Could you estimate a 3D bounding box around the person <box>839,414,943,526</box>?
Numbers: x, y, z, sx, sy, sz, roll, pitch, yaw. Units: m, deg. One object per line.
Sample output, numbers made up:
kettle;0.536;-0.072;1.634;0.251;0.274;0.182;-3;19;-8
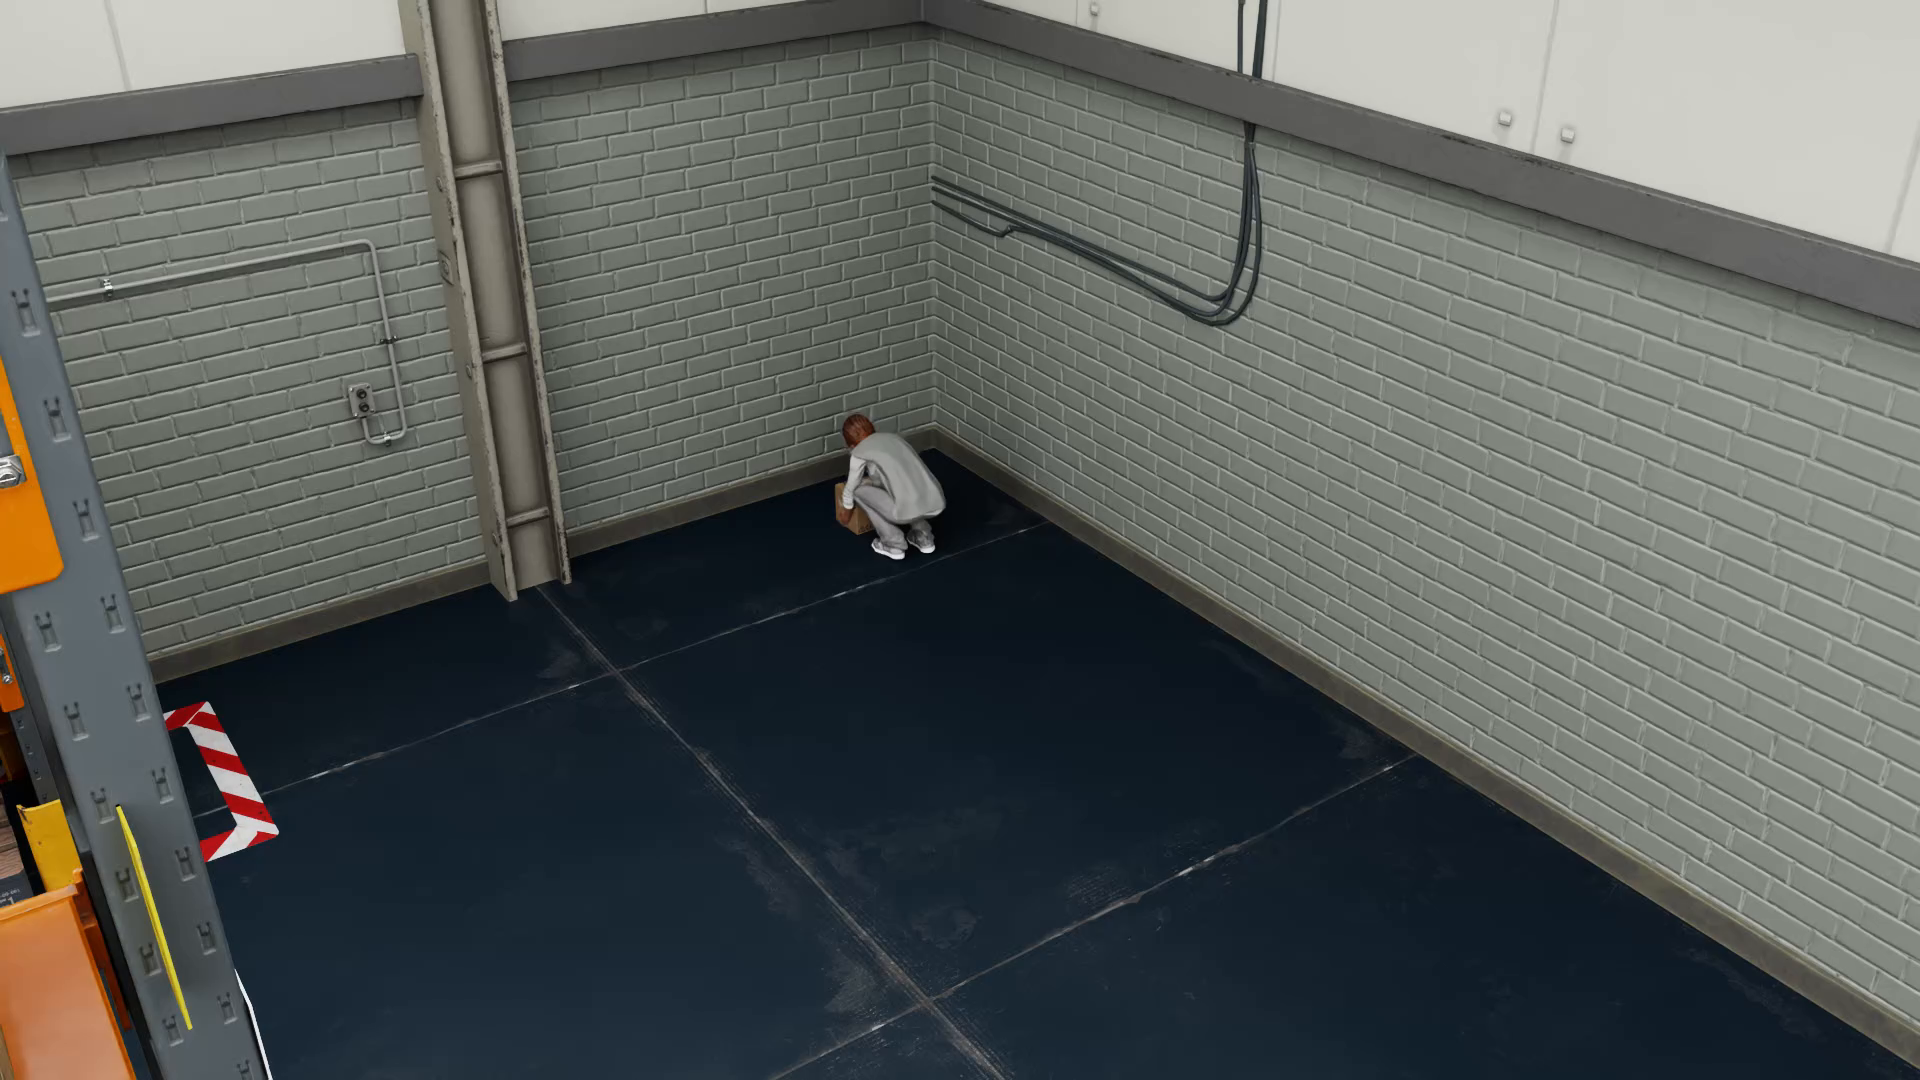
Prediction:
person;-0.432;-0.309;10.060;0.392;0.768;0.791;-19;34;-30
